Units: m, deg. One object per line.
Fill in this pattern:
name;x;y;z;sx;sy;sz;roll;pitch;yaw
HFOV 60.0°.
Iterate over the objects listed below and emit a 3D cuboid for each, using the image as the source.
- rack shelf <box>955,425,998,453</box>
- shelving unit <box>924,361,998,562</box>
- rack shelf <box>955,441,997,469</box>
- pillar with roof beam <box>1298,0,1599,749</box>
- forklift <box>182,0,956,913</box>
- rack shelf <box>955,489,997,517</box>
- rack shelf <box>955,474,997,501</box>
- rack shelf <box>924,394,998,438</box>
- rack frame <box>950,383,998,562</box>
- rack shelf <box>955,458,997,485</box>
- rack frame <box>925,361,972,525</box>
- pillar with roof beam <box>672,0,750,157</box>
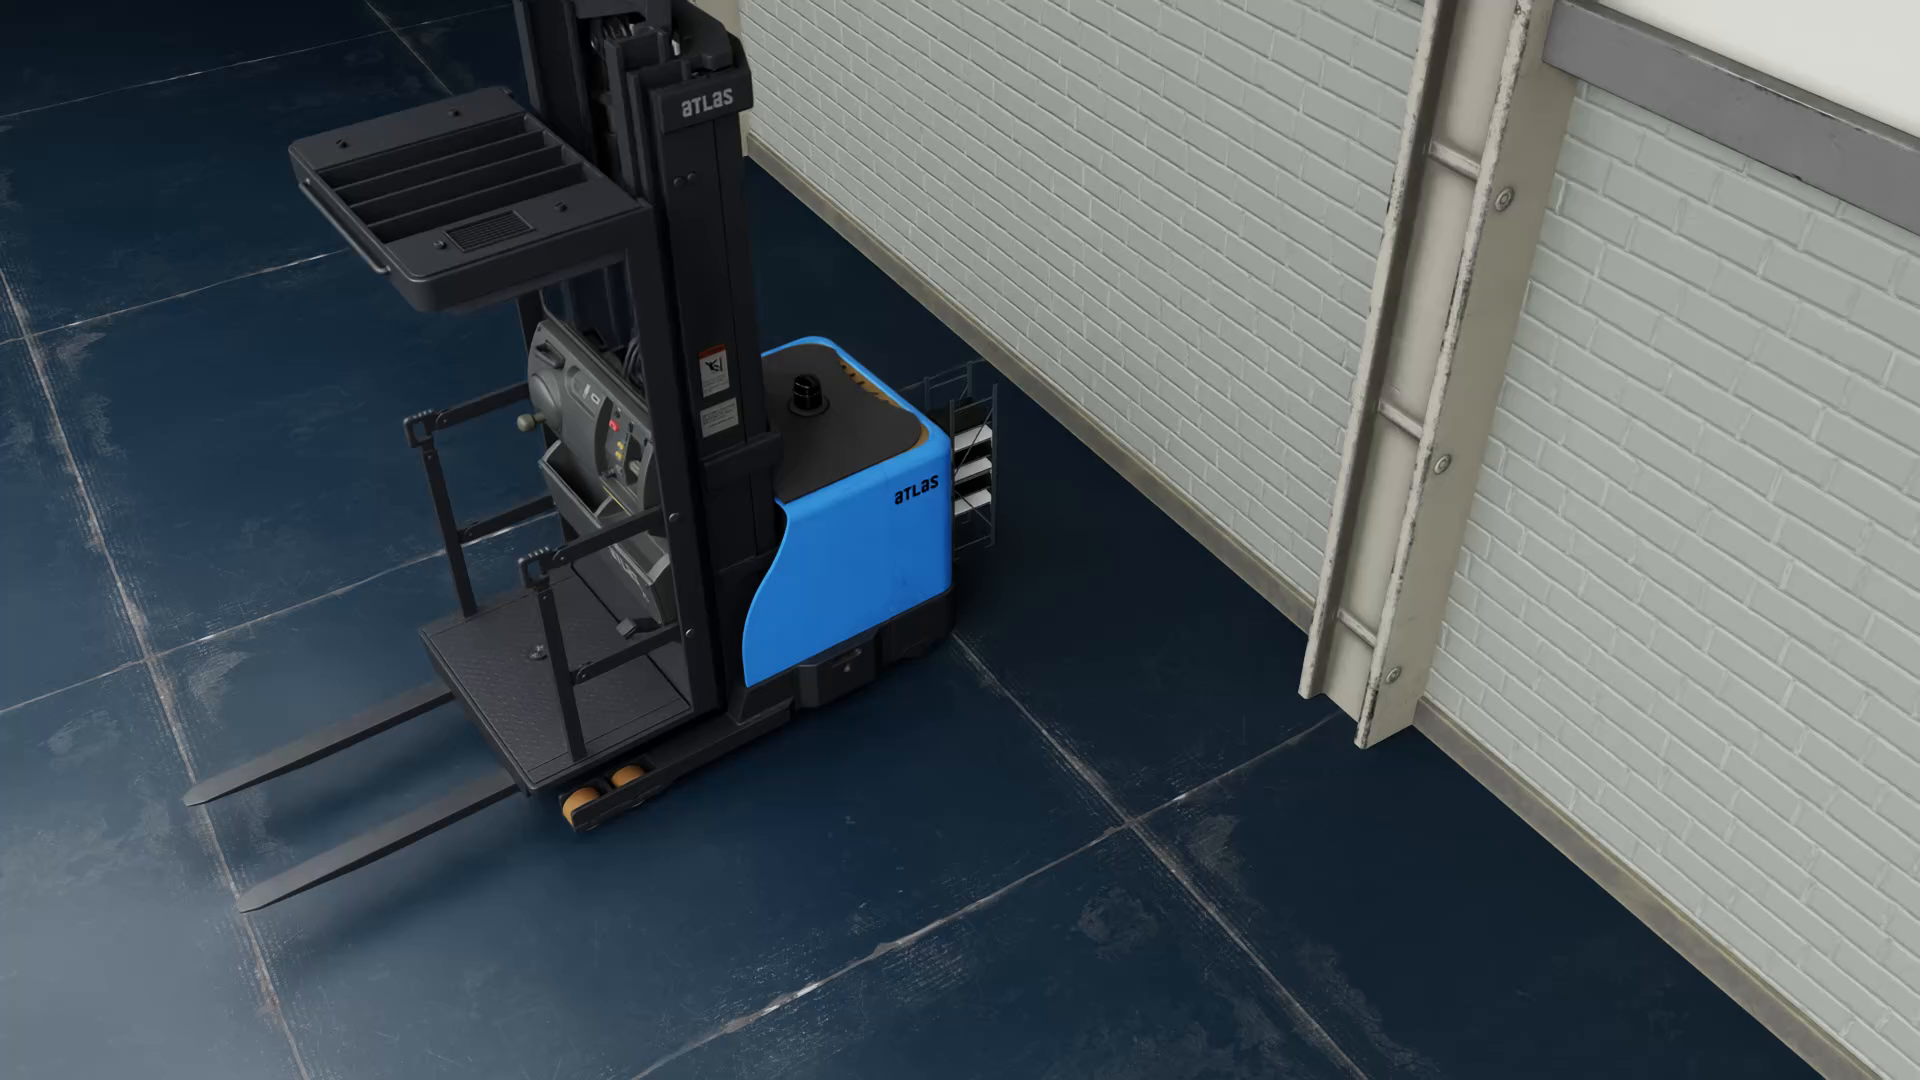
rack shelf;0.004;-0.454;7.363;0.258;0.077;0.200;-22;45;-24
shelving unit;0.004;-0.341;7.457;0.258;0.900;0.210;-22;45;-24
rack shelf;0.004;-0.385;7.420;0.258;0.077;0.200;-22;45;-24
pillar with roof beam;-1.977;-1.285;2.263;9.100;9.000;0.400;-22;45;-24
forklift;-1.507;-0.394;5.933;3.031;2.935;1.130;-25;46;-27
rack shelf;0.004;-0.177;7.593;0.258;0.077;0.200;-22;45;-24
rack shelf;0.004;-0.247;7.536;0.258;0.077;0.200;-22;45;-24
rack shelf;0.004;-0.523;7.305;0.258;0.077;0.200;-22;45;-24
rack frame;0.059;-0.286;7.391;0.240;0.900;0.006;-22;45;-24
rack shelf;0.004;-0.316;7.478;0.258;0.077;0.200;-22;45;-24
rack frame;-0.050;-0.396;7.523;0.240;0.900;0.006;-22;45;-24
pillar with roof beam;-5.203;-4.523;6.149;9.100;9.000;0.400;-22;45;-24
